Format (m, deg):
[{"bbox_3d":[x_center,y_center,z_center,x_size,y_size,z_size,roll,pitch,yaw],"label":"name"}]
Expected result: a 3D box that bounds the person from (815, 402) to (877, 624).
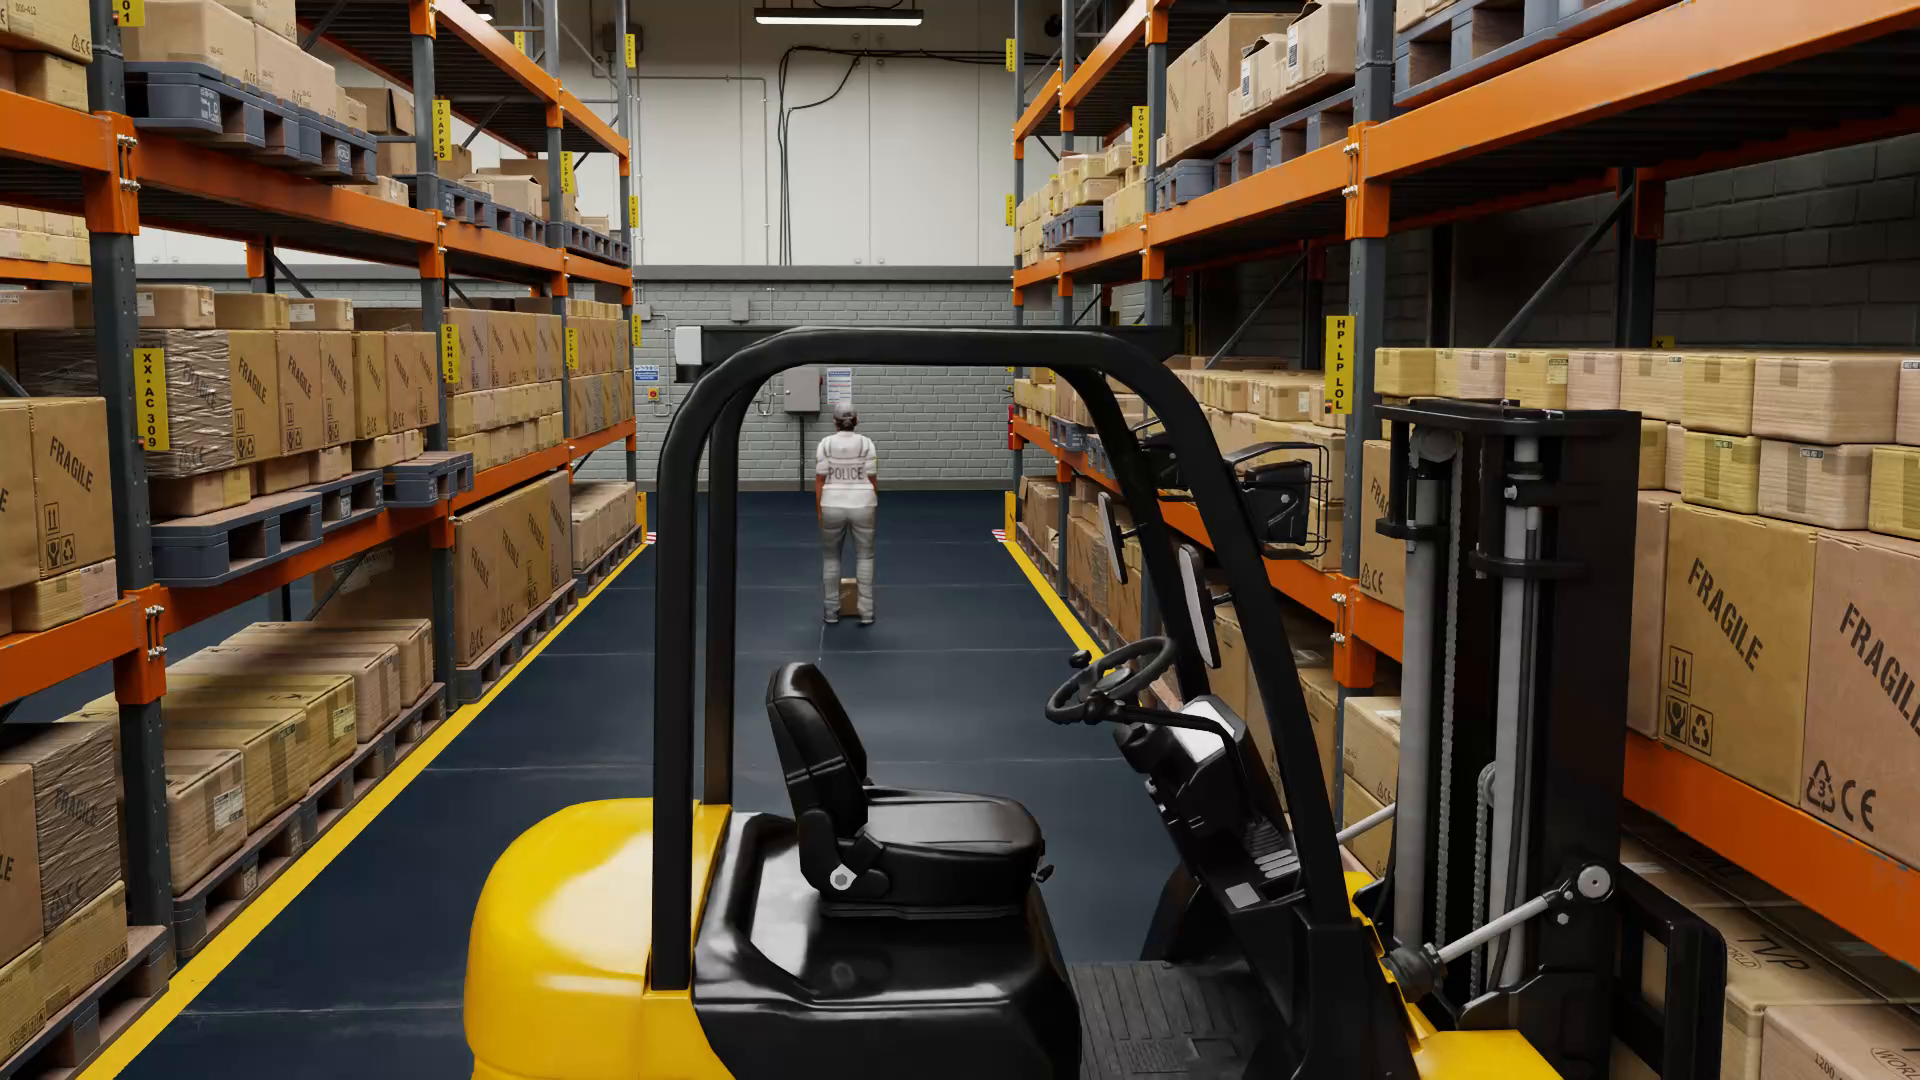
[{"bbox_3d":[-0.849,-0.201,12.431,0.468,1.661,0.391,0,7,-2],"label":"person"}]
